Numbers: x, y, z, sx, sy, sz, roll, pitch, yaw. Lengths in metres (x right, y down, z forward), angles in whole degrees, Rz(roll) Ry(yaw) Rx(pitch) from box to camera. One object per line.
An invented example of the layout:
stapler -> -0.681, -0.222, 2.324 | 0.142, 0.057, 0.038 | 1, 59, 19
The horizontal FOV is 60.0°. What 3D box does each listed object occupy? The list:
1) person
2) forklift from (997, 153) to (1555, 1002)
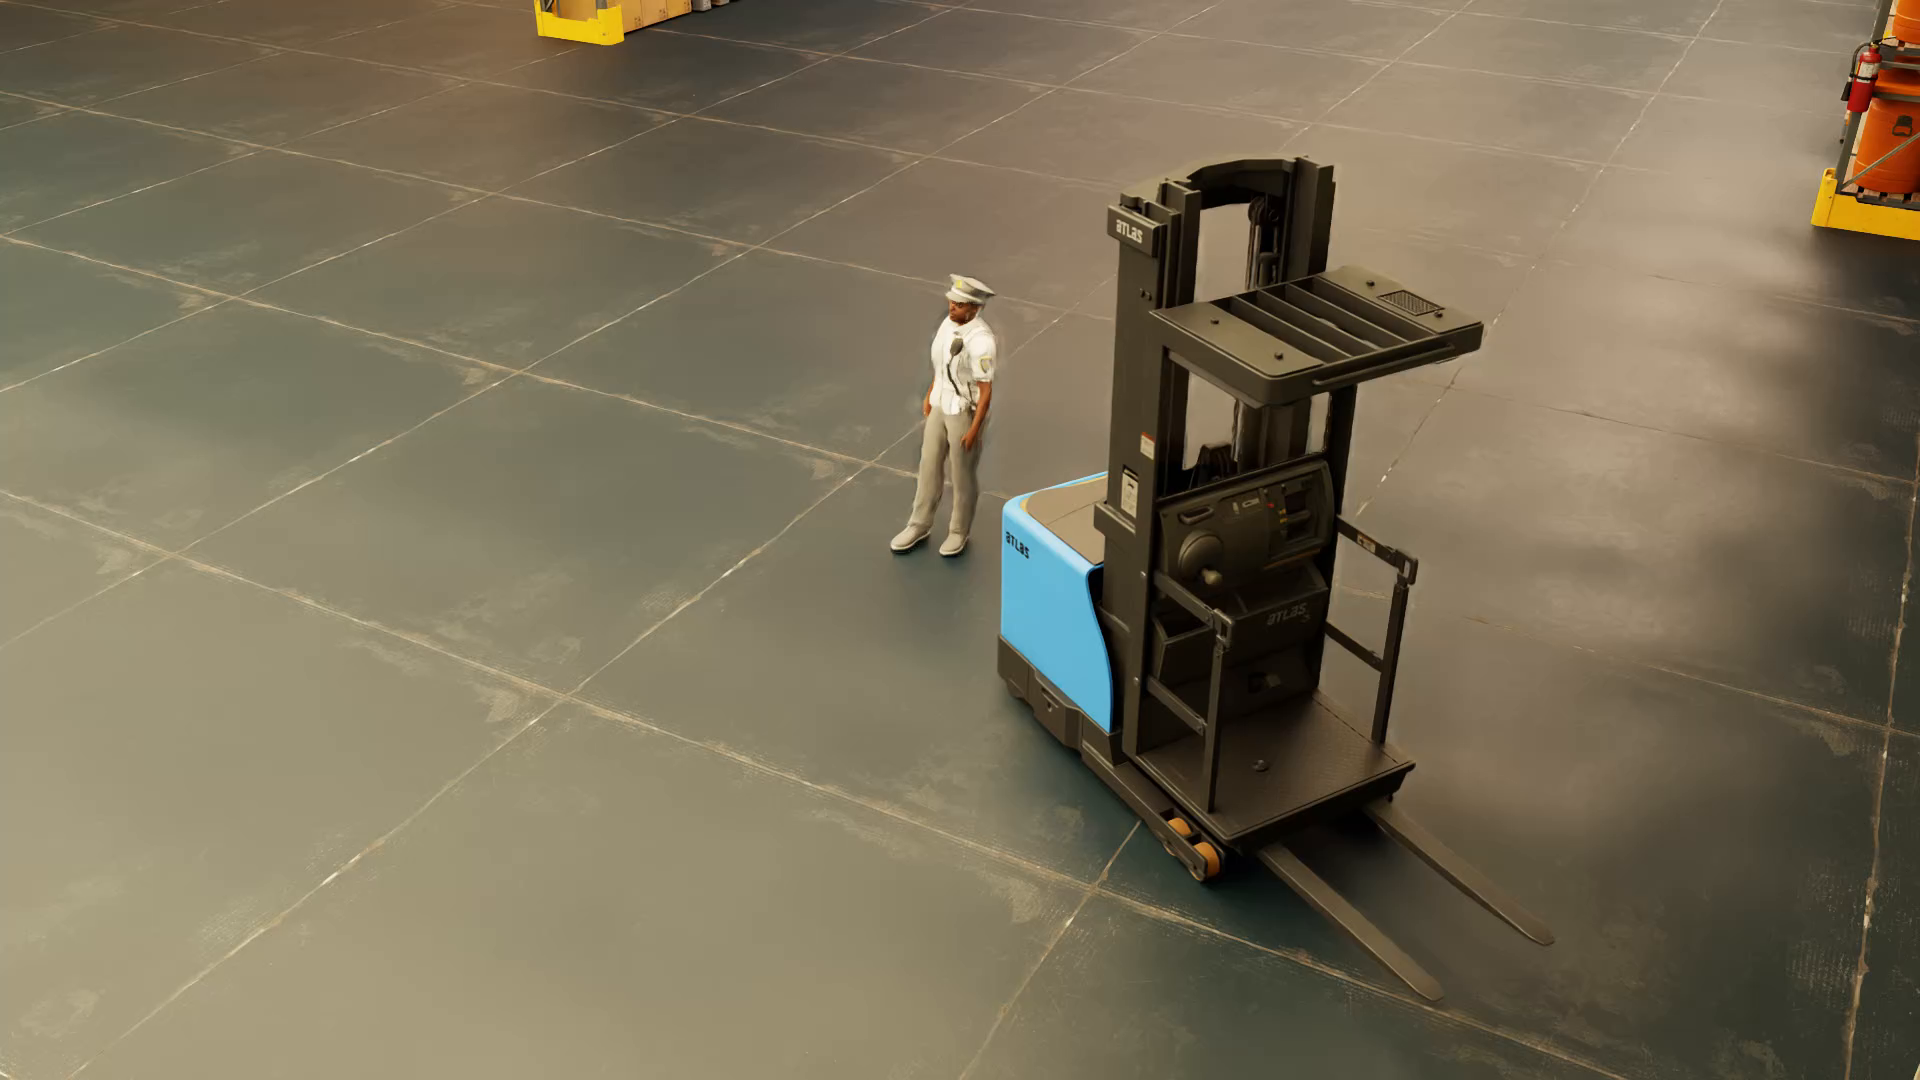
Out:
person -> -0.106, -0.709, 9.528 | 0.604, 1.693, 0.537 | -16, 34, -26
forklift -> 1.368, -0.023, 7.110 | 1.130, 2.935, 3.031 | -16, 34, -26
